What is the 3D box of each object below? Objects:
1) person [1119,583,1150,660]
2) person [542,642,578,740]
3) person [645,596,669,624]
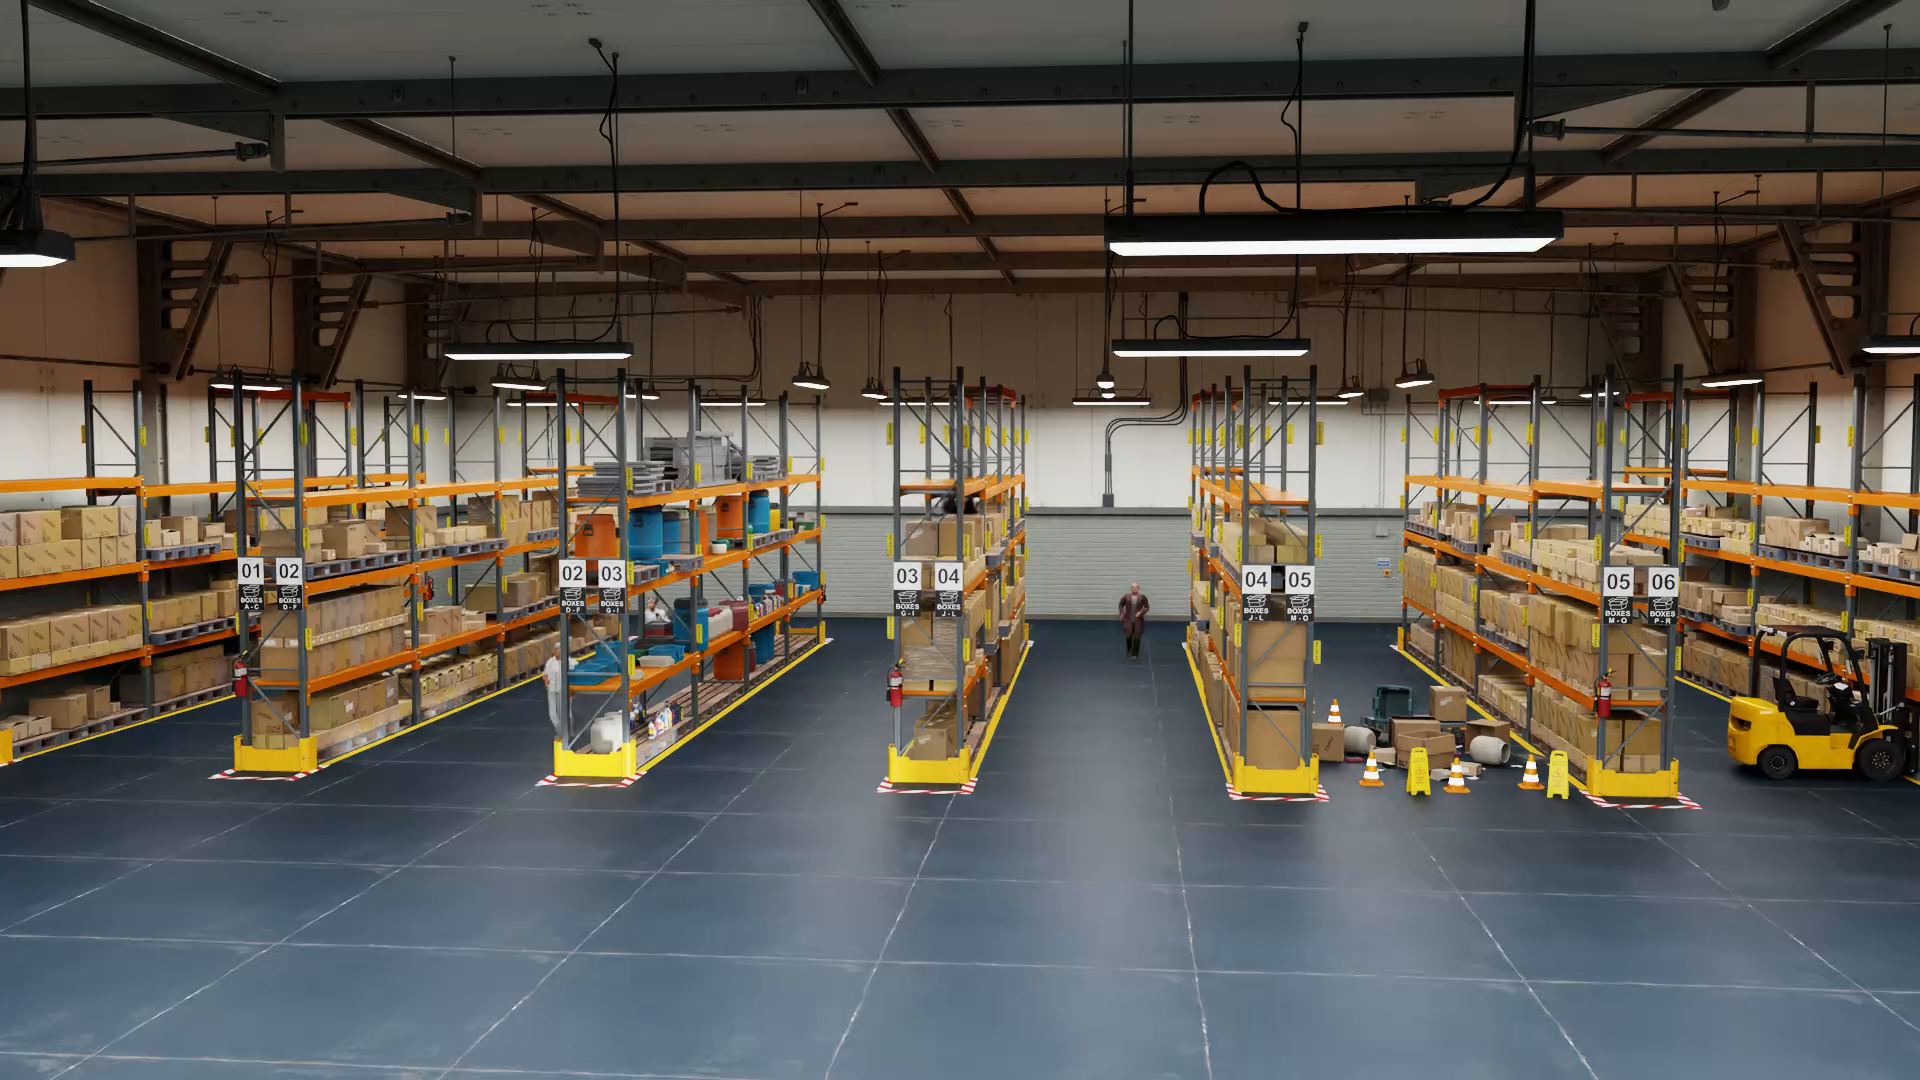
[{"bbox_3d":[3.871,1.873,37.083,0.703,1.648,0.621,1,4,9],"label":"person"},{"bbox_3d":[-6.580,2.491,27.289,0.622,1.619,0.579,1,4,9],"label":"person"},{"bbox_3d":[-6.369,2.011,34.834,0.616,1.708,0.722,0,4,4],"label":"person"}]
